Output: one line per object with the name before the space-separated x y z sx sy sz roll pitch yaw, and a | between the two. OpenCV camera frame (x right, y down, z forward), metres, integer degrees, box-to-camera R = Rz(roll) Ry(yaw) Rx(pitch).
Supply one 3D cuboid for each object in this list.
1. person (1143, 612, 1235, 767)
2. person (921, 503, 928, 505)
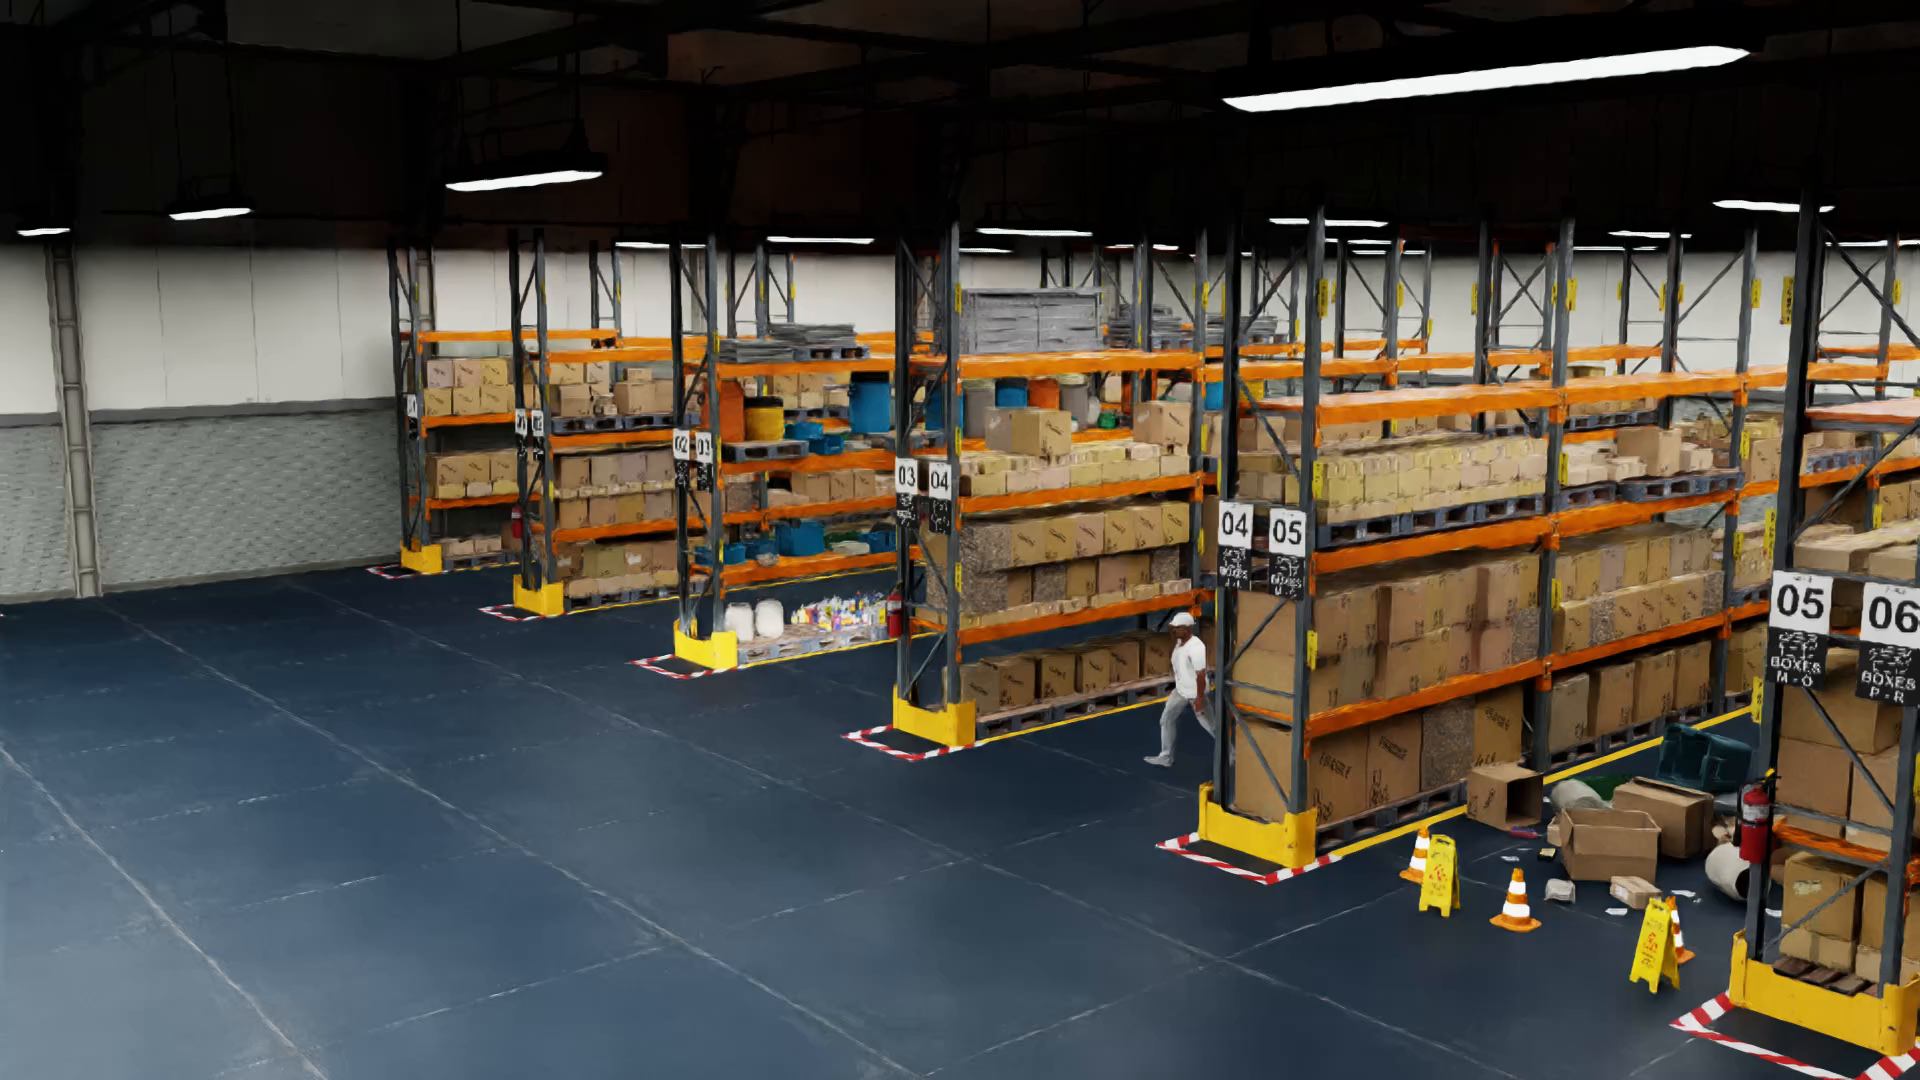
person | 2.499 1.608 17.800 0.971 1.712 0.613 -3 9 -19
person | -0.643 -1.148 35.266 0.665 1.782 0.581 -2 9 -12
